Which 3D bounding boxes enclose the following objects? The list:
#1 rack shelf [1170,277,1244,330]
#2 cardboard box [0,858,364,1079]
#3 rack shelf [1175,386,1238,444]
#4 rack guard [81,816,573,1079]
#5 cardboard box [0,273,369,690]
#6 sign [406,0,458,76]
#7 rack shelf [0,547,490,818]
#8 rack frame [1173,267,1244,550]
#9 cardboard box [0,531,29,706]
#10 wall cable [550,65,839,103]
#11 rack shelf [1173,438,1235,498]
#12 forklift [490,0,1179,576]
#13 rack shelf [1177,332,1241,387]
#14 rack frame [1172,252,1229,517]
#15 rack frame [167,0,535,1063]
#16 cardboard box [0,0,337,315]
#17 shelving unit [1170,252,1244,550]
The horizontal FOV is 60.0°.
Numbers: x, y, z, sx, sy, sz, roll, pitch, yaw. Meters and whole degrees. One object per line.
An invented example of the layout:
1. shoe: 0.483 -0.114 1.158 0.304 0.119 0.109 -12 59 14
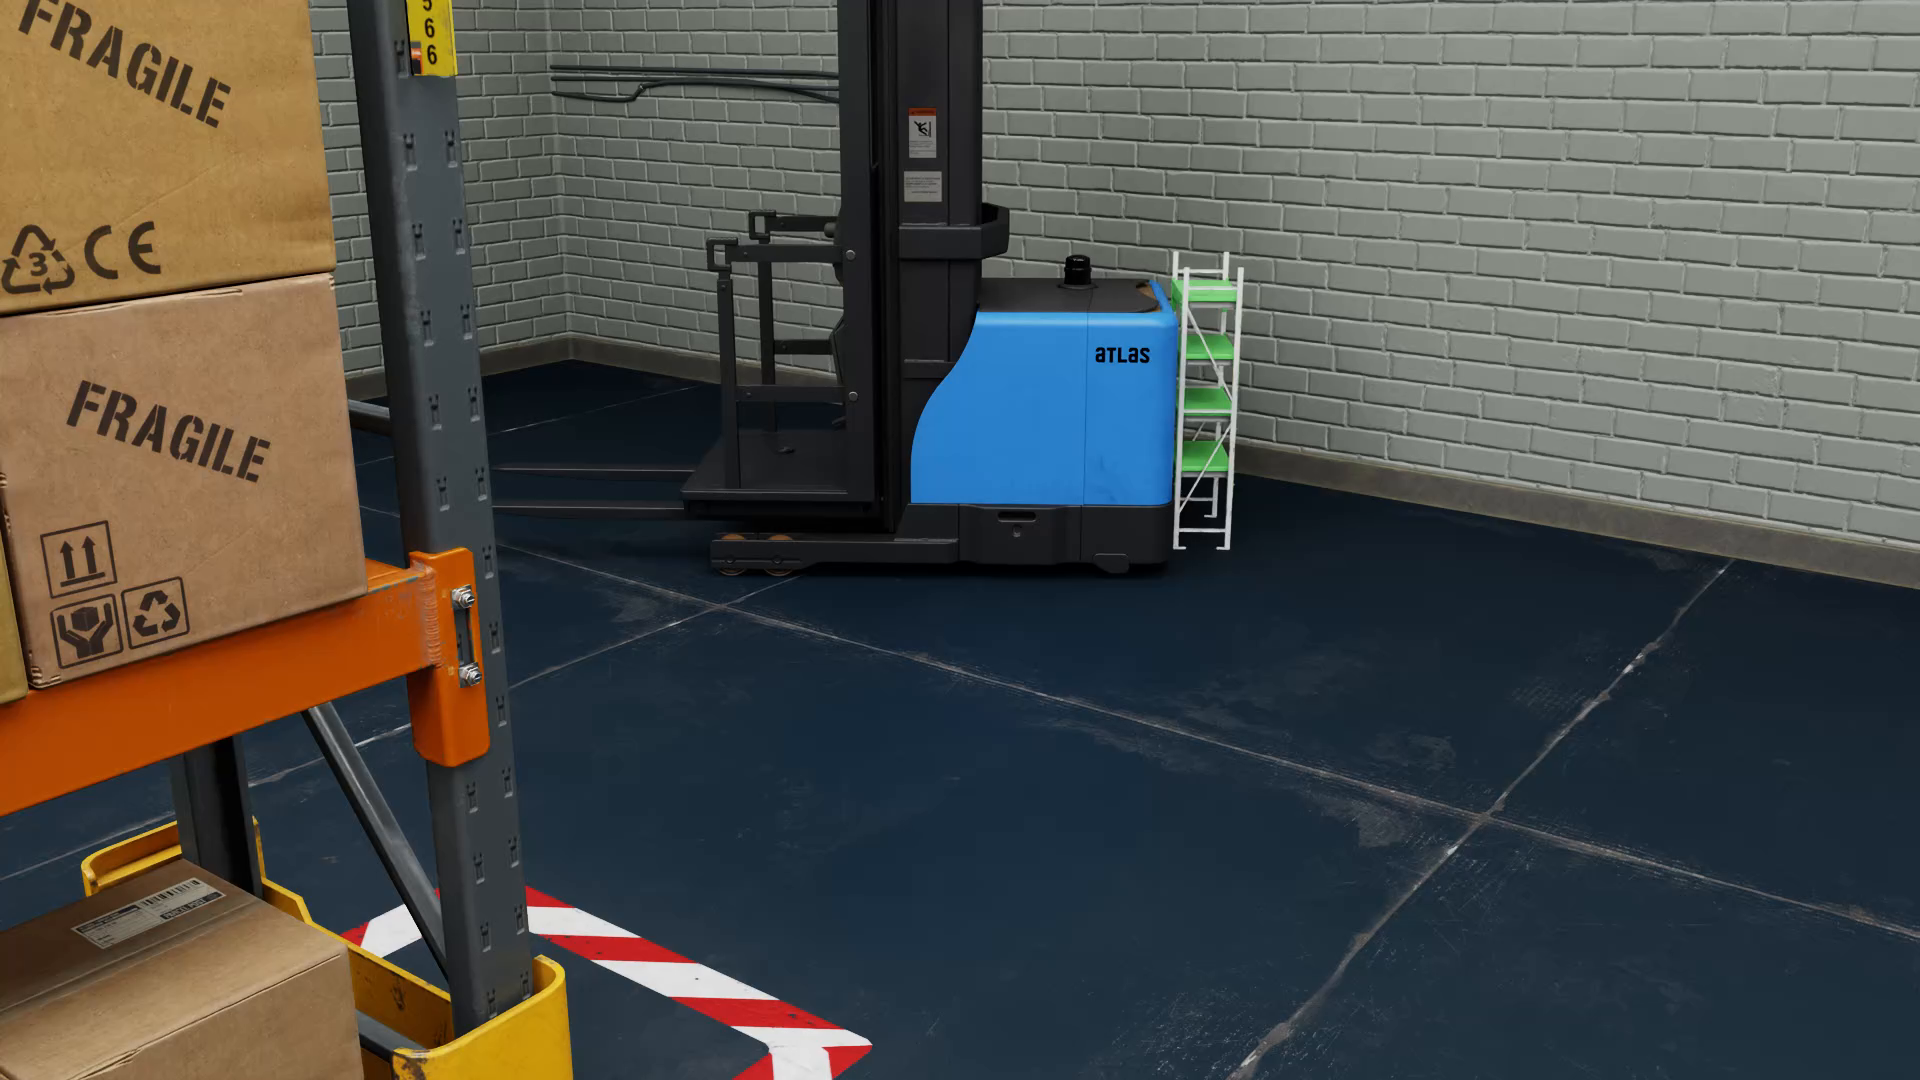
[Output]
1. rack shelf: 1.041 -1.004 7.051 0.258 0.148 0.480 1 17 2
2. cardboard box: -1.342 0.910 2.730 0.500 0.500 0.500 12 21 35
3. rack shelf: 1.041 -0.546 7.193 0.258 0.148 0.480 1 17 2
4. rack guard: -1.261 0.965 3.294 1.175 0.500 0.348 12 21 35
5. cardboard box: -1.264 -0.140 2.468 0.500 0.500 0.500 13 22 36
6. sign: -0.782 -0.848 2.431 0.100 0.325 0.005 12 21 35
7. rack shelf: -2.408 0.573 1.554 1.077 0.370 4.000 12 21 35
8. rack frame: 1.033 -0.534 6.941 0.240 1.200 0.015 1 17 2
9. cardboard box: -1.571 -0.016 2.068 0.500 0.500 0.500 13 21 35
10. wall cable: -1.540 -3.788 9.503 3.097 2.526 0.112 12 21 35
11. rack shelf: 1.041 -0.317 7.265 0.258 0.148 0.480 1 17 2
12. forklift: -0.628 -1.408 6.835 3.031 2.935 1.130 1 17 2
13. rack shelf: 1.041 -0.775 7.122 0.258 0.148 0.480 1 17 2
14. rack frame: 1.049 -0.679 7.407 0.240 1.200 0.015 1 17 2
15. rack frame: -1.216 -0.247 2.981 1.000 3.000 0.127 12 21 35
16. cardboard box: -1.261 -0.618 2.320 0.500 0.500 0.500 12 21 34
17. shelving unit: 1.041 -0.607 7.174 0.258 1.200 0.503 1 17 2
